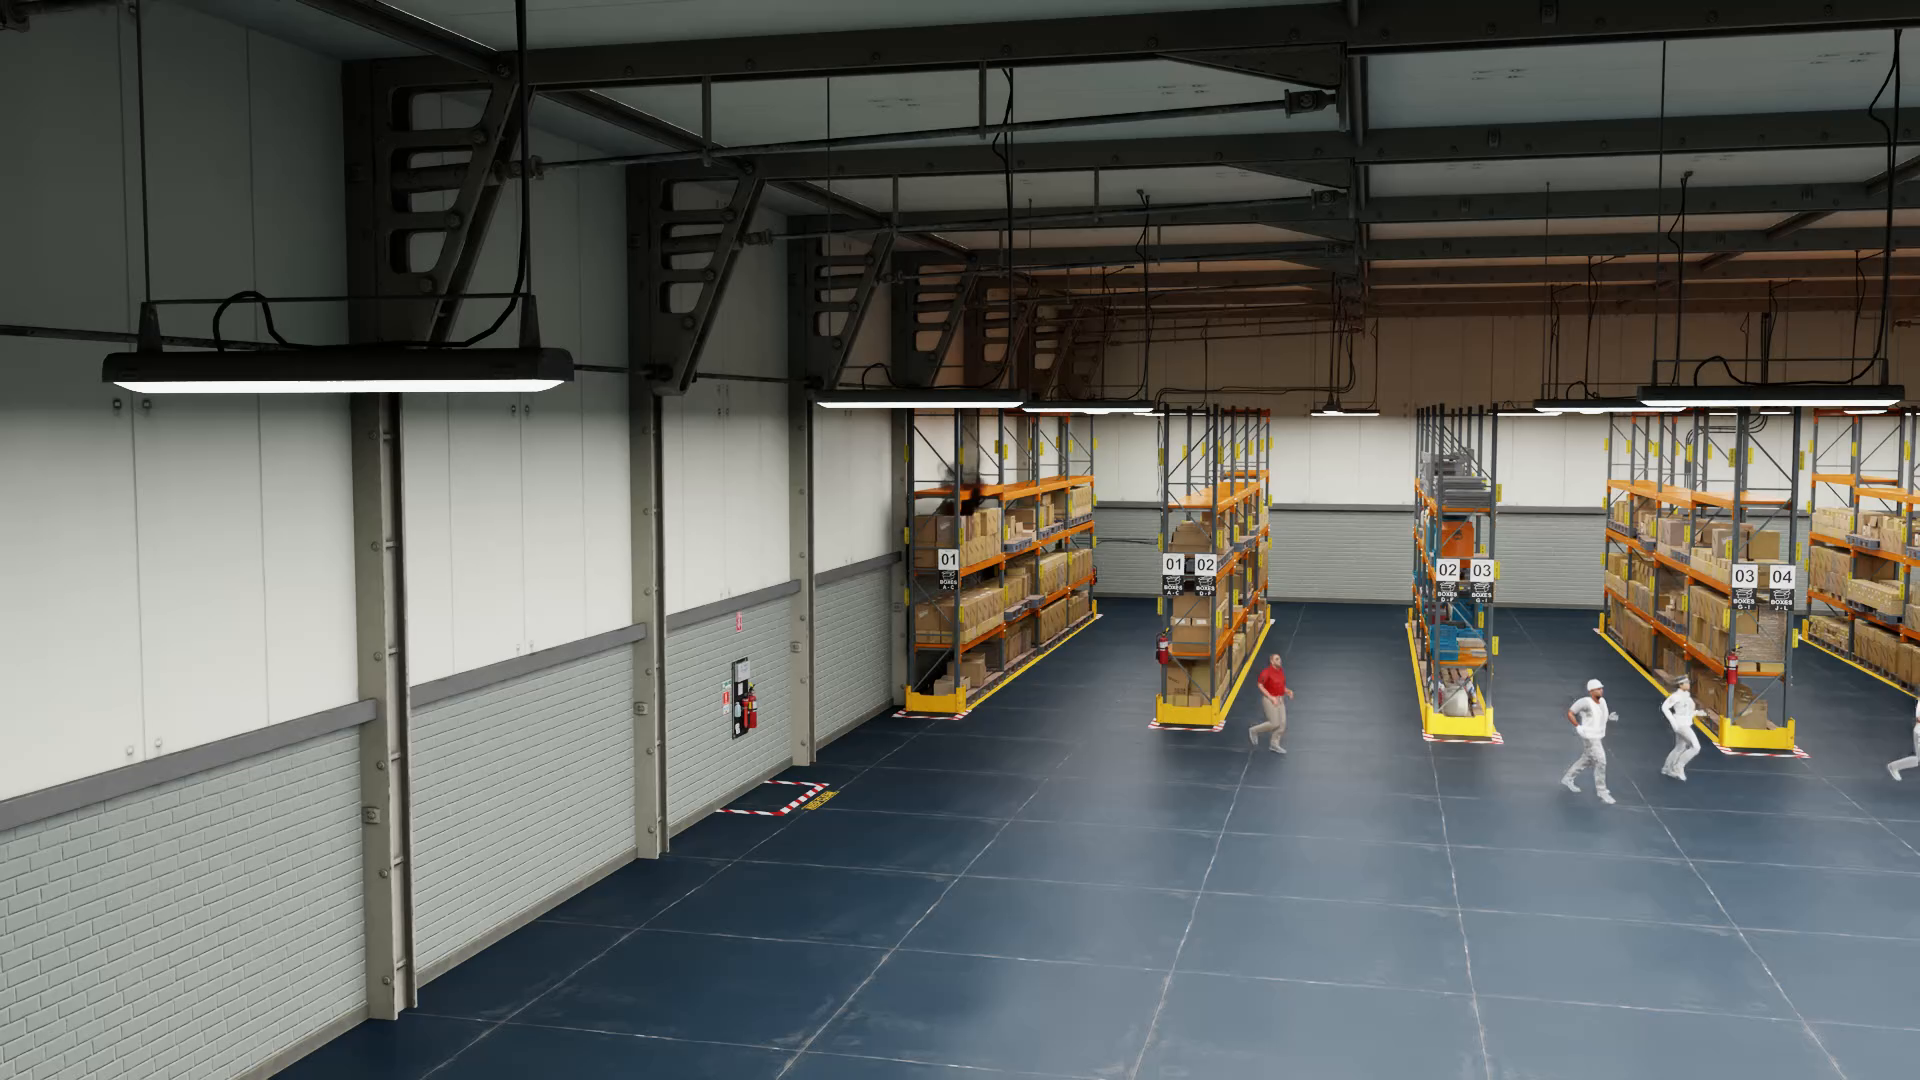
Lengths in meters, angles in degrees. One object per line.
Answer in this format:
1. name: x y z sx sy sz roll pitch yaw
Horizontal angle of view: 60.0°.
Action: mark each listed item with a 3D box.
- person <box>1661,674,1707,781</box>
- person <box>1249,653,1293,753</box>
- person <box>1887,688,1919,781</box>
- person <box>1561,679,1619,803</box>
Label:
1. person: 11.458 2.960 26.324 0.666 1.690 0.582 3 5 36
2. person: 5.380 2.798 28.708 0.659 1.706 0.659 4 6 44
3. person: 14.910 3.018 25.744 0.588 1.709 0.853 -4 5 -41
4. person: 9.534 3.002 25.107 0.877 1.827 0.655 4 6 42
